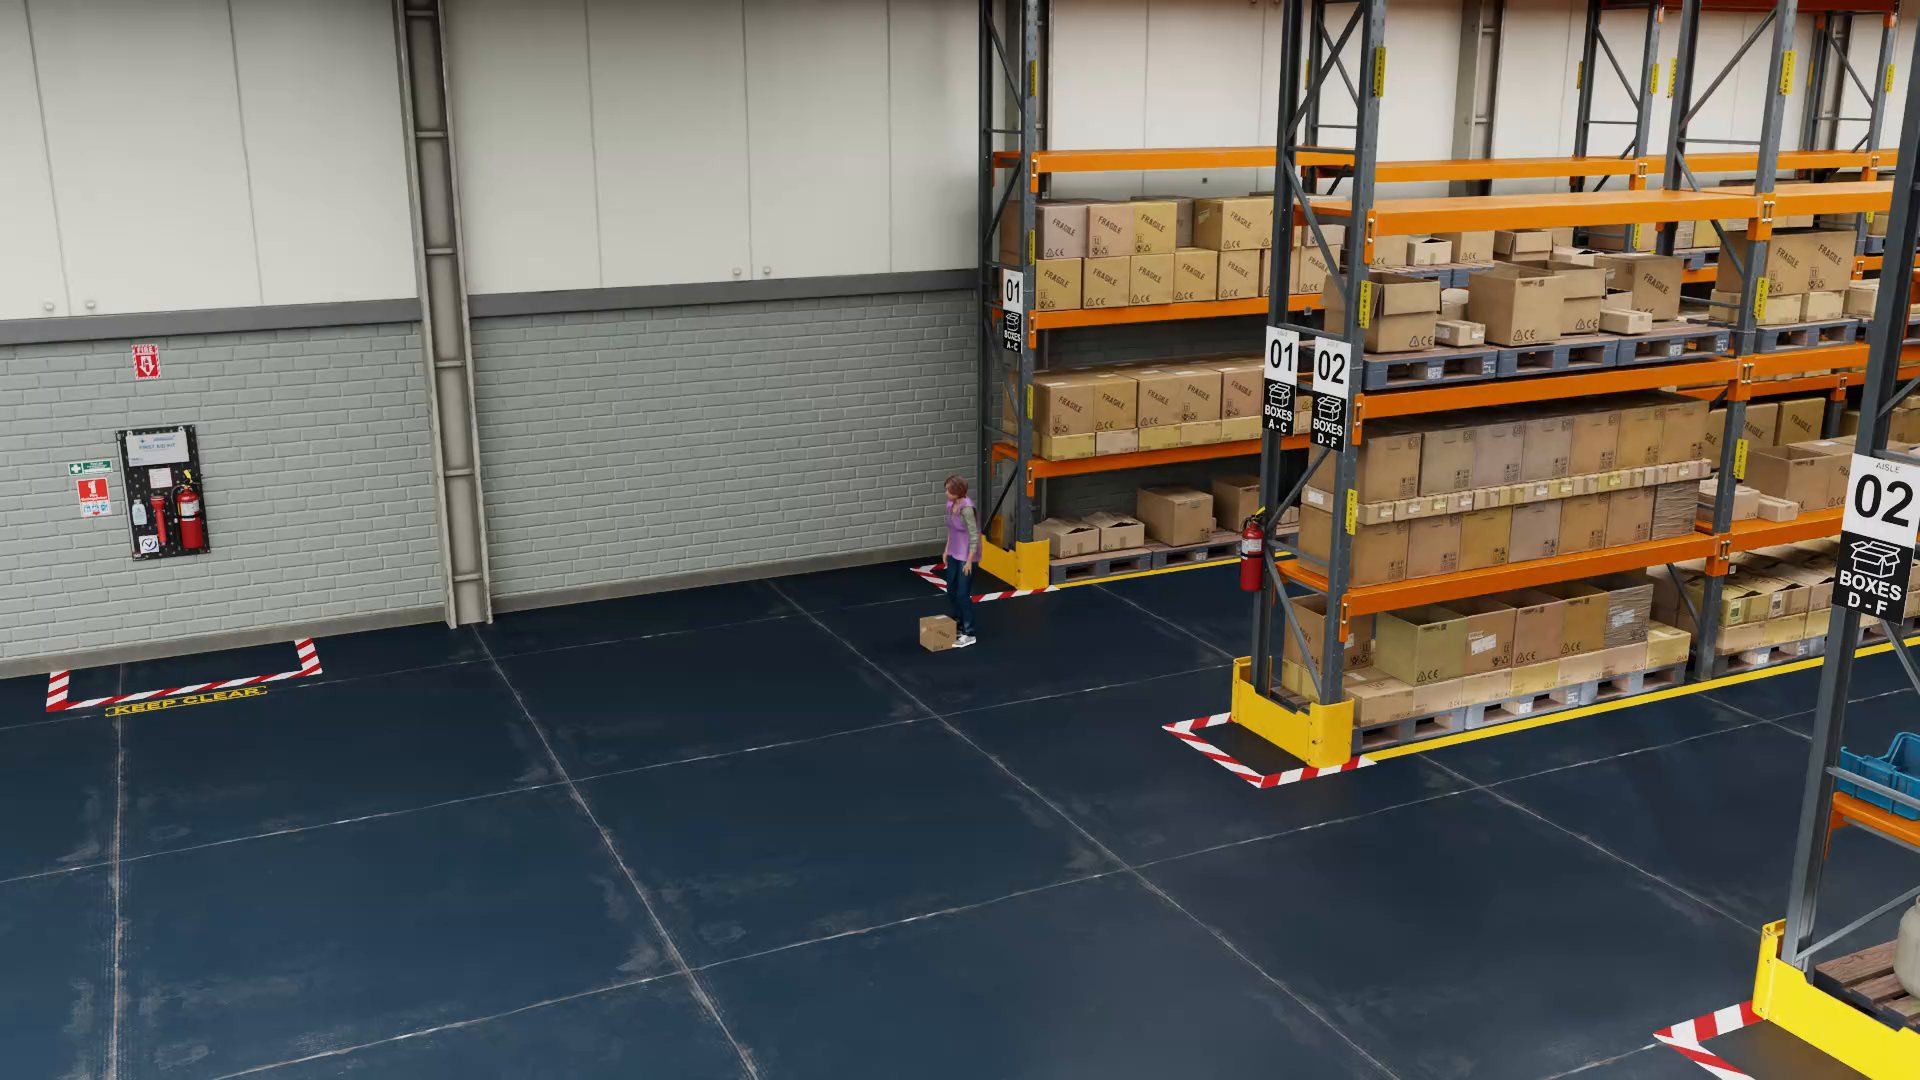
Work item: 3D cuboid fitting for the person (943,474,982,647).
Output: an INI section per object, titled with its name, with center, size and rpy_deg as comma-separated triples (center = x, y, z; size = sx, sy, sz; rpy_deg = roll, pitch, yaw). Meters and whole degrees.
[person]
center = 0.010, 0.173, 15.113
size = 0.343, 1.593, 0.481
rpy_deg = -8, 17, -27
